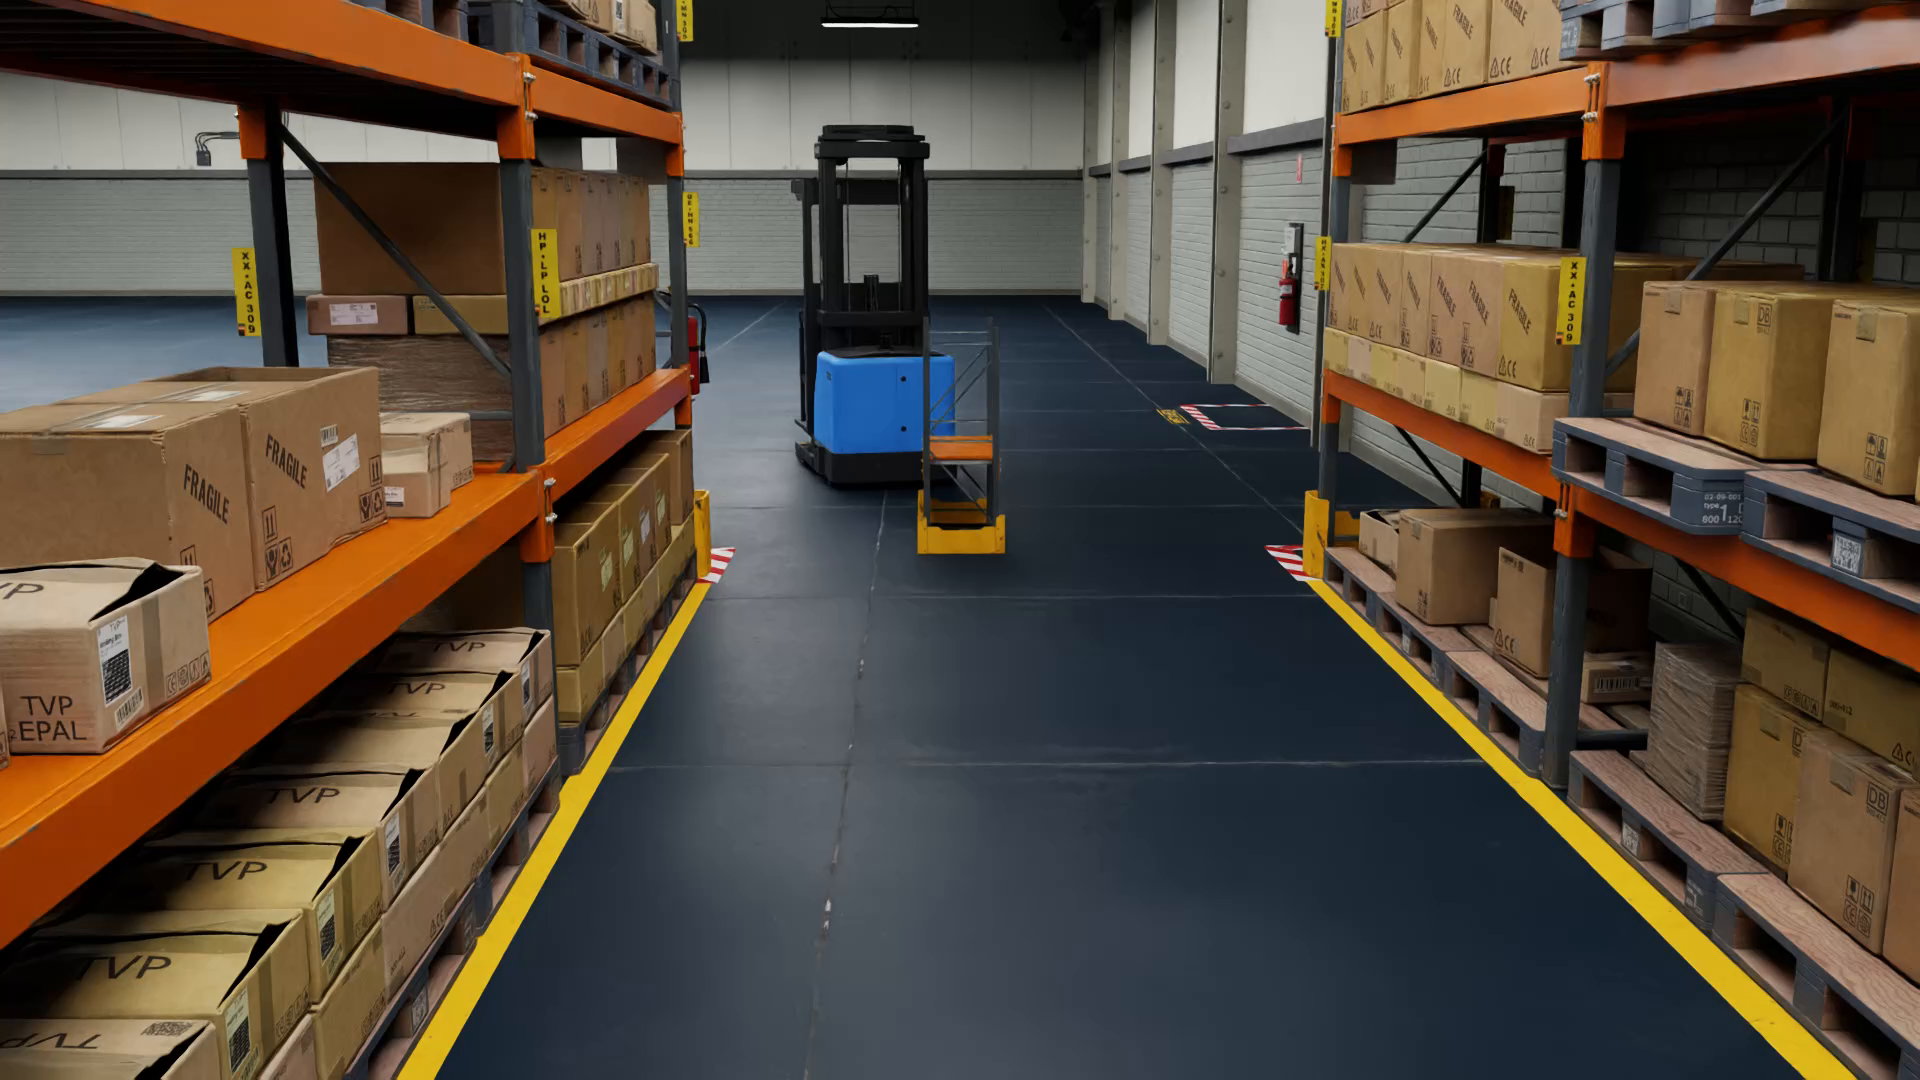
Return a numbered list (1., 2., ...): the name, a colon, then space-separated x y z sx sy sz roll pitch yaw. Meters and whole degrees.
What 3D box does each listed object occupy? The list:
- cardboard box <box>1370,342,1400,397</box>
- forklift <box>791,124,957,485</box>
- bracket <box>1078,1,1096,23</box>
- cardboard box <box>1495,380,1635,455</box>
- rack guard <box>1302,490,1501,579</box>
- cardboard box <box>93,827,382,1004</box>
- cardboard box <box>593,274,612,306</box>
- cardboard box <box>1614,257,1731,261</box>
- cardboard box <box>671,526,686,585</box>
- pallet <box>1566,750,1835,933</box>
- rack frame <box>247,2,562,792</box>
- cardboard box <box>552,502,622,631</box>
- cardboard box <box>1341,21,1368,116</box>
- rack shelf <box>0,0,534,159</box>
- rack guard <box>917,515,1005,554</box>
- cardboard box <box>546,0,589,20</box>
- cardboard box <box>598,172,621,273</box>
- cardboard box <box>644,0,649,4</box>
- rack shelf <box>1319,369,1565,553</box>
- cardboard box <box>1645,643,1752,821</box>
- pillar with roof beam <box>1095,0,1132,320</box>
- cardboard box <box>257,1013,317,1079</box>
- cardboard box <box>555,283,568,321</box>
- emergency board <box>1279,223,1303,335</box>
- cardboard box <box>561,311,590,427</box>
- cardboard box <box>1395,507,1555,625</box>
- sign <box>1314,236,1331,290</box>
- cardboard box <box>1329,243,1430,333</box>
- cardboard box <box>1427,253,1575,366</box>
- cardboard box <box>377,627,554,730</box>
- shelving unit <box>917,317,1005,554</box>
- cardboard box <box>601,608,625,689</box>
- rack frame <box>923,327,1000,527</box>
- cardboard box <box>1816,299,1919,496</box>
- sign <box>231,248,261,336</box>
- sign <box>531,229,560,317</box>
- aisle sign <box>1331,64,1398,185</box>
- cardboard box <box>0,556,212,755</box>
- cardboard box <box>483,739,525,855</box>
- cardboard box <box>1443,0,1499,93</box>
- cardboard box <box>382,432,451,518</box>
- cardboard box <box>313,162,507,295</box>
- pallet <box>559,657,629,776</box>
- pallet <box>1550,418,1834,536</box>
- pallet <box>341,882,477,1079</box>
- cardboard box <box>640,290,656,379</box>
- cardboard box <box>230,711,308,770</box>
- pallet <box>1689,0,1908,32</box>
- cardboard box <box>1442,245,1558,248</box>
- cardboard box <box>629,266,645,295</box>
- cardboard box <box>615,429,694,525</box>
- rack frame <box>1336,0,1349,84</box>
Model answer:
1. cardboard box: 2.499 -0.913 8.842 0.500 0.250 0.500 0 11 -2
2. forklift: -0.876 -2.137 14.721 1.130 2.935 3.031 -3 12 -14
3. bracket: 2.743 -11.215 35.156 0.076 0.066 4.783 0 11 -1
4. cardboard box: 2.546 -0.514 6.873 0.500 0.250 0.500 0 11 -1
5. rack guard: 2.778 -0.039 10.496 1.175 0.500 0.348 0 11 -1
6. cardboard box: -1.755 0.888 4.089 0.500 0.311 0.500 -1 11 -3
7. cardboard box: -1.943 -1.242 8.253 0.380 0.149 0.250 0 11 -2
8. cardboard box: 3.051 -0.985 7.313 0.500 0.500 0.500 0 11 -1
9. cardboard box: -1.847 0.088 9.440 0.500 0.250 0.500 0 11 -1
10. pallet: 2.877 1.037 5.917 1.003 0.211 1.213 0 11 -1
11. rack frame: -2.093 -0.463 6.299 1.000 3.000 0.127 0 11 -1
12. cardboard box: -1.808 0.118 7.406 0.500 0.500 0.500 0 11 -1
13. cardboard box: 2.534 -2.741 9.679 0.500 0.500 0.500 0 11 0
14. rack shelf: -2.052 -1.183 4.112 1.077 0.370 4.000 0 11 -1
15. rack guard: 0.009 -0.039 11.121 0.587 0.250 0.087 0 11 -1
16. cardboard box: -1.851 -2.373 6.981 0.500 0.311 0.500 -1 12 -4
17. cardboard box: -2.150 -1.635 8.560 0.700 0.500 0.500 0 11 -1
18. cardboard box: -2.168 -2.939 9.291 0.797 0.503 0.637 1 11 3
19. rack shelf: 2.818 -0.529 8.434 1.077 0.370 4.000 0 11 -1
20. cardboard box: 2.891 0.671 5.886 0.700 0.500 0.500 0 11 1
21. pillar with roof beam: -1.144 -8.837 32.486 9.100 9.000 0.548 0 11 -1
22. cardboard box: -1.739 1.268 3.623 0.500 0.250 0.500 -1 11 -3
23. cardboard box: -1.924 -1.038 7.247 0.380 0.149 0.250 0 11 -2
24. emergency board: 3.519 -2.828 17.955 0.194 1.169 0.643 0 11 -1
25. cardboard box: -2.133 -0.805 7.732 0.700 0.500 0.500 0 11 0
26. cardboard box: 2.678 0.127 8.569 0.700 0.500 0.500 -1 12 -5
27. sign: 2.234 -1.702 10.225 0.100 0.325 0.005 0 11 -1
28. cardboard box: 2.486 -1.487 9.786 0.500 0.500 0.500 0 11 -1
29. cardboard box: 2.525 -1.080 7.780 0.500 0.500 0.500 -1 11 -3
30. cardboard box: -1.798 0.483 6.083 0.500 0.311 0.500 0 11 -1
31. shelving unit: -0.002 -0.750 11.485 0.587 1.500 1.083 0 11 -1
32. cardboard box: -1.805 0.486 7.481 0.500 0.250 0.500 0 11 -1
33. rack frame: 0.009 -0.651 10.995 0.500 1.500 0.032 0 11 -1
34. cardboard box: 2.885 -0.406 4.657 0.700 0.500 0.500 1 12 7
35. sign: -2.648 -0.924 6.192 0.100 0.325 0.005 0 11 -1
36. sign: -1.551 -0.996 6.212 0.100 0.325 0.005 0 11 -1
37. aisle sign: 2.475 -2.567 10.128 0.394 0.787 0.004 0 11 -1
38. cardboard box: -1.835 0.197 3.268 0.500 0.311 0.500 0 11 -2
39. cardboard box: -1.786 0.860 5.634 0.500 0.250 0.500 0 11 -2
40. cardboard box: 2.555 -2.323 7.620 0.500 0.500 0.500 -1 11 -3
41. cardboard box: -1.892 -0.223 5.454 0.396 0.266 0.258 -1 11 -3
42. cardboard box: -2.109 -1.236 6.594 0.700 0.500 0.500 0 11 -1
43. pallet: -2.068 0.745 7.356 1.003 0.211 1.213 0 11 -1
44. pallet: 2.730 -0.238 5.670 1.003 0.211 1.213 0 11 -1
45. pallet: -2.011 1.293 4.656 1.003 0.211 1.213 0 11 -1
46. cardboard box: -2.179 -1.215 9.750 0.700 0.500 0.500 0 11 -1
47. cardboard box: -2.317 0.689 5.067 0.500 0.311 0.500 -1 11 -3
48. pallet: 2.790 -1.533 4.500 1.213 0.211 1.003 0 11 -1
49. cardboard box: 2.999 -1.390 9.309 0.500 0.500 0.500 0 11 0
50. cardboard box: -1.965 -1.447 9.266 0.380 0.149 0.250 0 11 -2
51. cardboard box: -1.867 -0.379 9.856 0.500 0.500 0.500 0 11 -1
52. rack frame: 2.777 -4.220 9.725 1.000 3.000 0.127 0 11 -1
